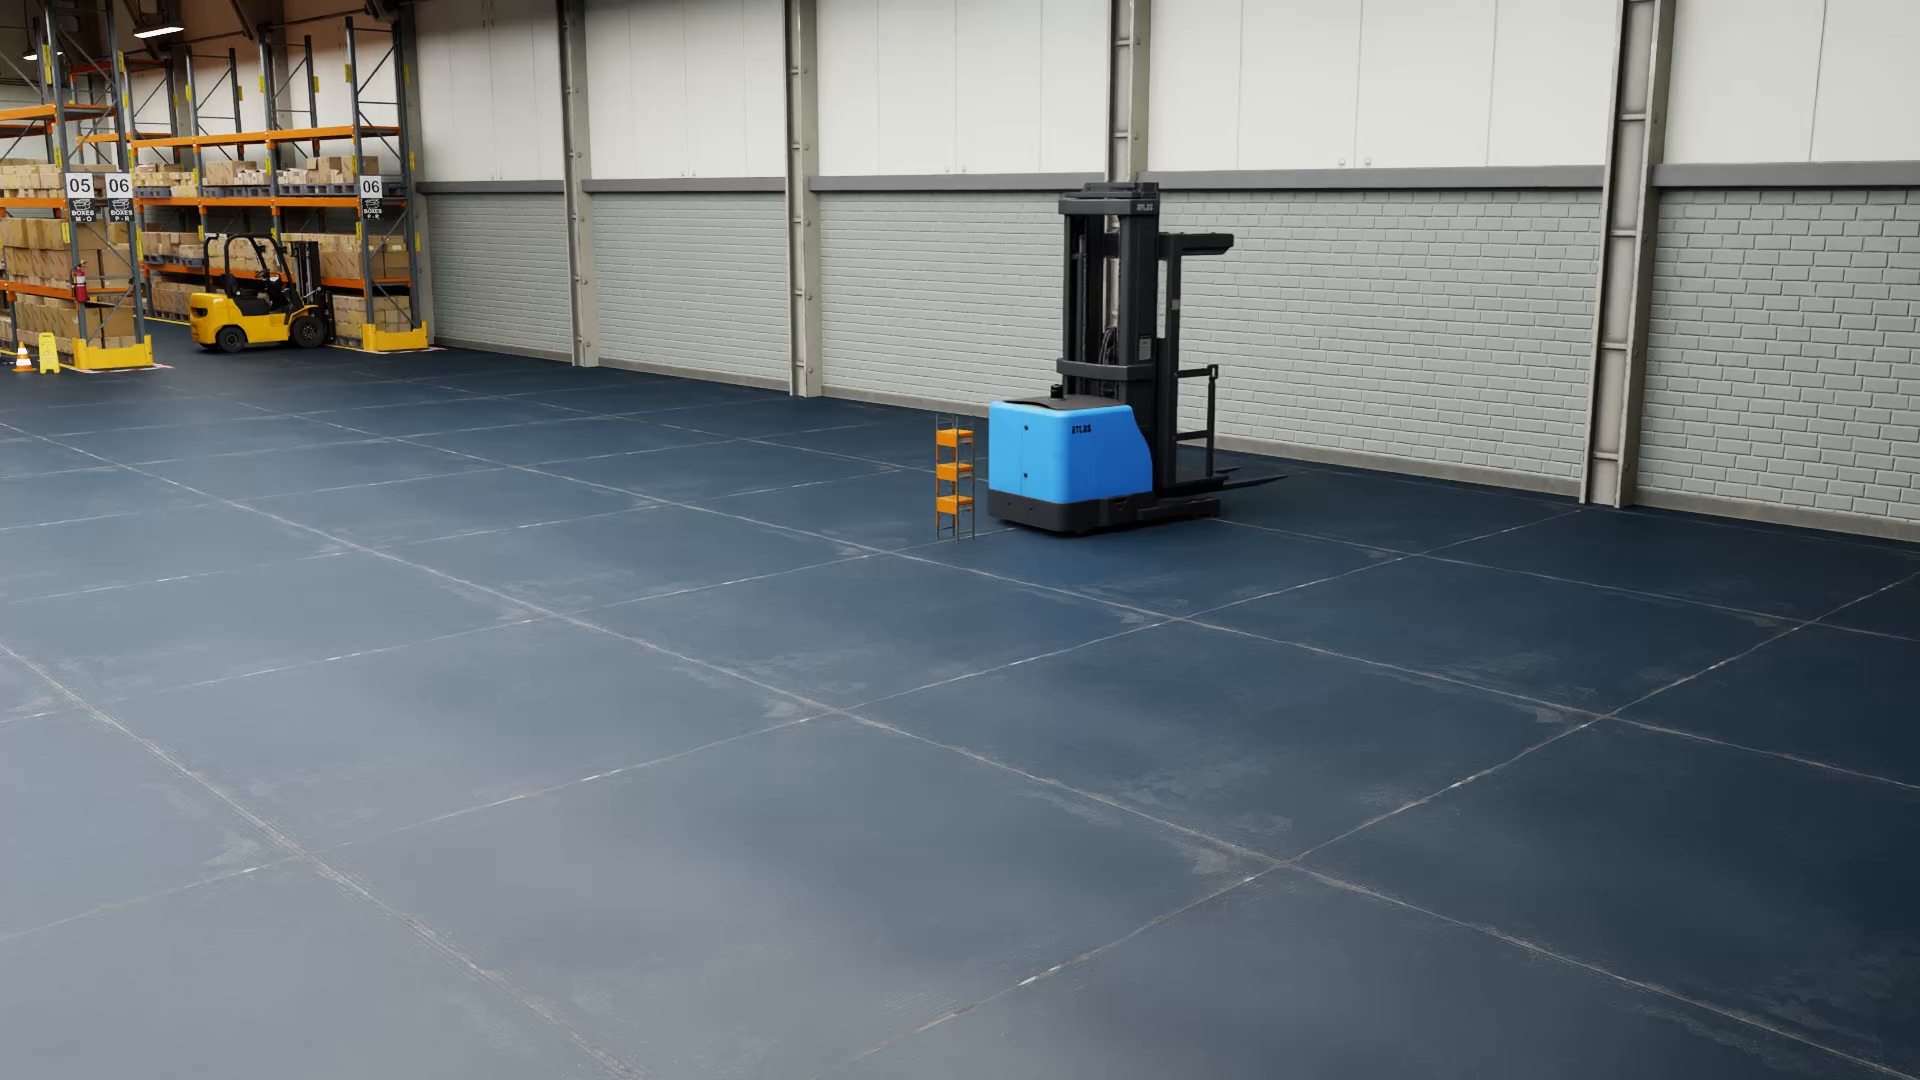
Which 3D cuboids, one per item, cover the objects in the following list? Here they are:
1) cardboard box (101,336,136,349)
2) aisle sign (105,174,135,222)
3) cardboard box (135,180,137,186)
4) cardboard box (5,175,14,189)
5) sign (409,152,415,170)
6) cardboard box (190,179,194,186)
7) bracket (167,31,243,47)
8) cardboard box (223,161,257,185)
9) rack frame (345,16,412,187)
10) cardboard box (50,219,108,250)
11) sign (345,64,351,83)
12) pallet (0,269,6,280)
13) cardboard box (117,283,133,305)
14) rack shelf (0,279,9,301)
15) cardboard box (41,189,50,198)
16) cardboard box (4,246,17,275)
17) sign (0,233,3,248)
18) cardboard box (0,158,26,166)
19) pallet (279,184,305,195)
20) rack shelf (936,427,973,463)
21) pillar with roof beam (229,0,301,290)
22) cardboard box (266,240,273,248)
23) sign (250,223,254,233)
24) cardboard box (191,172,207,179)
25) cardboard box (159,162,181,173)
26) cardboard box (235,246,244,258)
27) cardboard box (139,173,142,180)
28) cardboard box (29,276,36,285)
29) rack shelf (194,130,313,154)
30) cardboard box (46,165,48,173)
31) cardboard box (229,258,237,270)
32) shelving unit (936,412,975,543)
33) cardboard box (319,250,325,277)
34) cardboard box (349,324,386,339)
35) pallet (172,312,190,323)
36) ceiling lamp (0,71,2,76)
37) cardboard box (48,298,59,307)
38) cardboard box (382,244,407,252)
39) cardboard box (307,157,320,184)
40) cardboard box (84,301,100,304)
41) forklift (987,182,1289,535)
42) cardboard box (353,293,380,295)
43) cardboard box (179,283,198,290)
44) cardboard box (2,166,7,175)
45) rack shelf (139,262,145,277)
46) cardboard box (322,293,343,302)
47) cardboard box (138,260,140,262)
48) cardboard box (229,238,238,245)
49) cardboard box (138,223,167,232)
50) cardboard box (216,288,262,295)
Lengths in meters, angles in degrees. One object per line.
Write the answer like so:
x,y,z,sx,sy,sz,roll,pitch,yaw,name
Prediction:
-14.627,-3.413,28.815,0.500,0.250,0.500,-11,16,-43,cardboard box
-14.003,-5.705,27.725,0.394,0.787,0.004,-11,16,-43,aisle sign
-19.051,-8.343,38.872,0.380,0.149,0.250,-11,16,-42,cardboard box
-16.564,-6.346,29.482,0.500,0.250,0.500,-11,16,-43,cardboard box
-10.277,-7.102,31.154,0.100,0.325,0.005,-11,16,-43,sign
-16.791,-7.907,36.806,0.250,0.149,0.380,11,16,44,cardboard box
-16.978,-11.281,37.445,0.076,0.066,4.783,-11,16,-43,bracket
-15.181,-7.742,35.084,0.500,0.500,0.500,-10,16,-41,cardboard box
-10.683,-8.028,30.576,1.000,3.000,0.127,-11,16,-43,rack frame
-14.781,-5.126,27.895,0.500,0.500,0.700,11,16,44,cardboard box
-11.085,-8.451,30.117,0.100,0.325,0.005,-11,16,-43,sign
-17.455,-5.019,31.314,1.003,0.211,1.213,-11,16,-43,pallet
-20.523,-6.082,41.154,0.500,0.500,0.500,-11,16,-42,cardboard box
-18.414,-4.921,32.144,1.077,0.370,4.000,-11,16,-43,rack shelf
-15.407,-5.908,28.342,0.380,0.149,0.250,-11,16,-43,cardboard box
-16.930,-5.073,30.115,0.500,0.500,0.500,-11,16,-43,cardboard box
-17.432,-5.470,30.160,0.100,0.325,0.005,-11,16,-43,sign
-17.525,-6.894,30.599,0.500,0.250,0.500,-10,16,-41,cardboard box
-12.837,-6.978,33.135,1.003,0.211,1.213,-11,16,-43,pallet
-0.037,-0.790,13.788,0.215,0.259,0.240,-11,16,-43,rack shelf
-17.769,-8.531,33.018,9.100,9.000,0.548,-11,16,-43,pillar with roof beam
-14.033,-6.094,34.202,0.380,0.149,0.250,-11,16,-43,cardboard box
-15.808,-6.902,37.110,0.100,0.325,0.005,-11,16,-43,sign
-16.659,-8.003,36.534,0.380,0.149,0.250,-10,15,-41,cardboard box
-18.502,-8.721,38.945,0.396,0.266,0.258,-11,16,-43,cardboard box
-15.013,-6.107,35.250,0.500,0.250,0.500,-11,16,-42,cardboard box
-18.845,-8.454,38.673,0.380,0.149,0.250,-11,16,-42,cardboard box
-16.170,-4.579,29.328,0.380,0.149,0.250,-11,16,-42,cardboard box
-14.826,-8.355,34.939,1.077,0.370,4.000,-11,16,-43,rack shelf
-15.195,-6.264,28.095,0.380,0.149,0.250,-11,16,-42,cardboard box
-15.373,-5.937,35.664,0.500,0.250,0.500,11,16,43,cardboard box
-0.037,-0.522,13.843,0.215,1.050,0.252,-11,16,-43,shelving unit
-12.273,-5.397,32.428,0.500,0.500,0.500,-11,16,-42,cardboard box
-11.236,-3.973,31.536,0.500,0.250,0.500,-11,16,-42,cardboard box
-17.534,-5.184,38.548,1.003,0.211,1.213,-11,16,-43,pallet
-25.267,-13.289,41.645,2.000,3.185,0.800,-11,16,-43,ceiling lamp
-15.486,-4.103,28.702,0.380,0.149,0.250,-11,16,-42,cardboard box
-10.729,-5.542,31.522,0.250,0.149,0.380,11,16,44,cardboard box
-12.176,-7.149,32.198,0.797,0.503,0.637,-10,15,-41,cardboard box
-15.724,-4.010,29.857,0.500,0.500,0.500,-10,15,-40,cardboard box
1.719,-1.695,14.876,3.031,2.935,1.130,-9,15,-37,forklift
-11.563,-4.682,32.497,0.500,0.250,0.500,-11,16,-43,cardboard box
-17.760,-5.833,38.338,0.380,0.149,0.250,-11,16,-42,cardboard box
-16.851,-6.592,29.689,0.380,0.149,0.250,-10,15,-41,cardboard box
-20.351,-6.780,41.171,1.077,0.370,4.000,-11,16,-43,rack shelf
-12.283,-4.683,32.504,0.500,0.250,0.500,-11,16,-44,cardboard box
-19.568,-6.764,39.932,0.380,0.149,0.250,-10,16,-41,cardboard box
-15.434,-6.395,35.661,0.380,0.149,0.250,-11,16,-42,cardboard box
-19.806,-7.535,40.826,0.500,0.500,0.500,11,16,44,cardboard box
-15.787,-5.207,36.595,0.875,0.625,0.625,-10,15,-41,cardboard box
